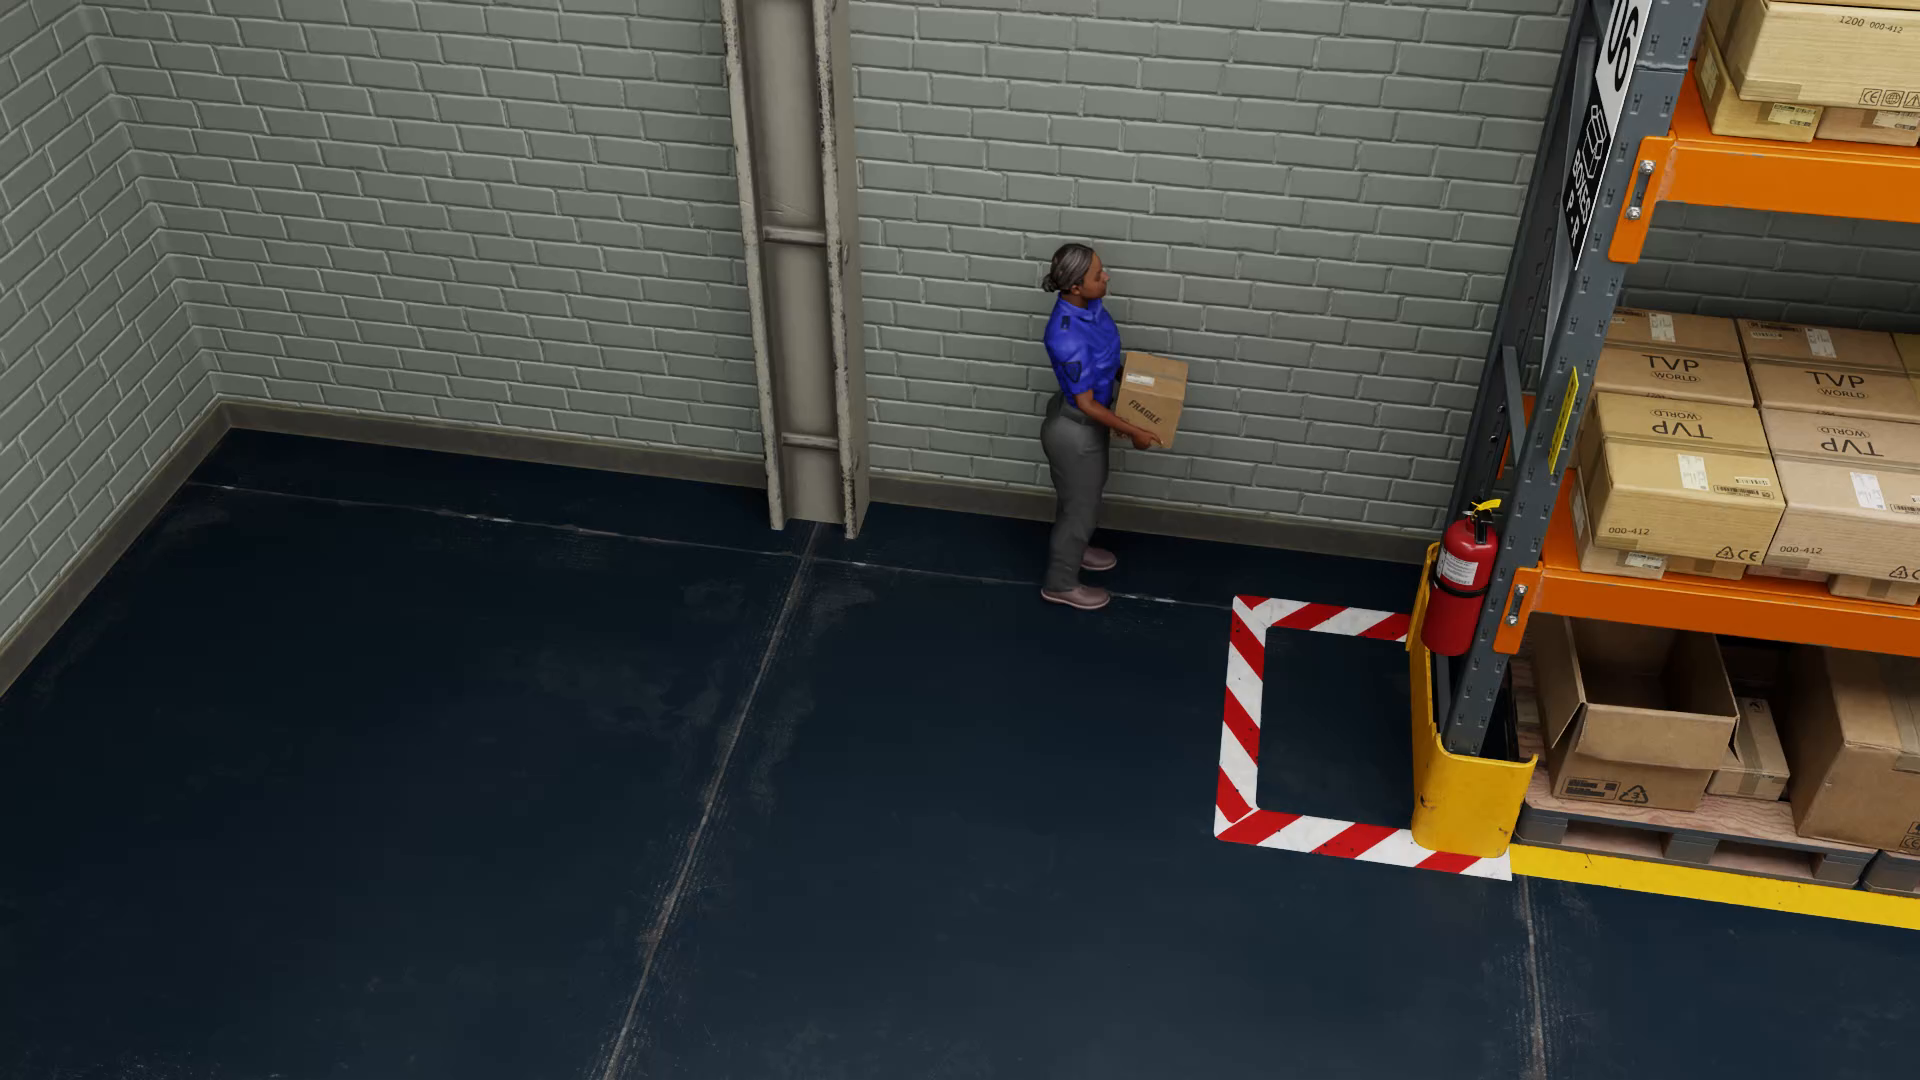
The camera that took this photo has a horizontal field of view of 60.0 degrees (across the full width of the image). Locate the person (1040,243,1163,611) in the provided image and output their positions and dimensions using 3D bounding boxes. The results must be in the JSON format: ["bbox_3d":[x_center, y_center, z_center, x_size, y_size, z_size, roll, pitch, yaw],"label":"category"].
[{"bbox_3d":[0.563,-0.440,6.680,0.517,1.647,0.450,7,41,8],"label":"person"}]
